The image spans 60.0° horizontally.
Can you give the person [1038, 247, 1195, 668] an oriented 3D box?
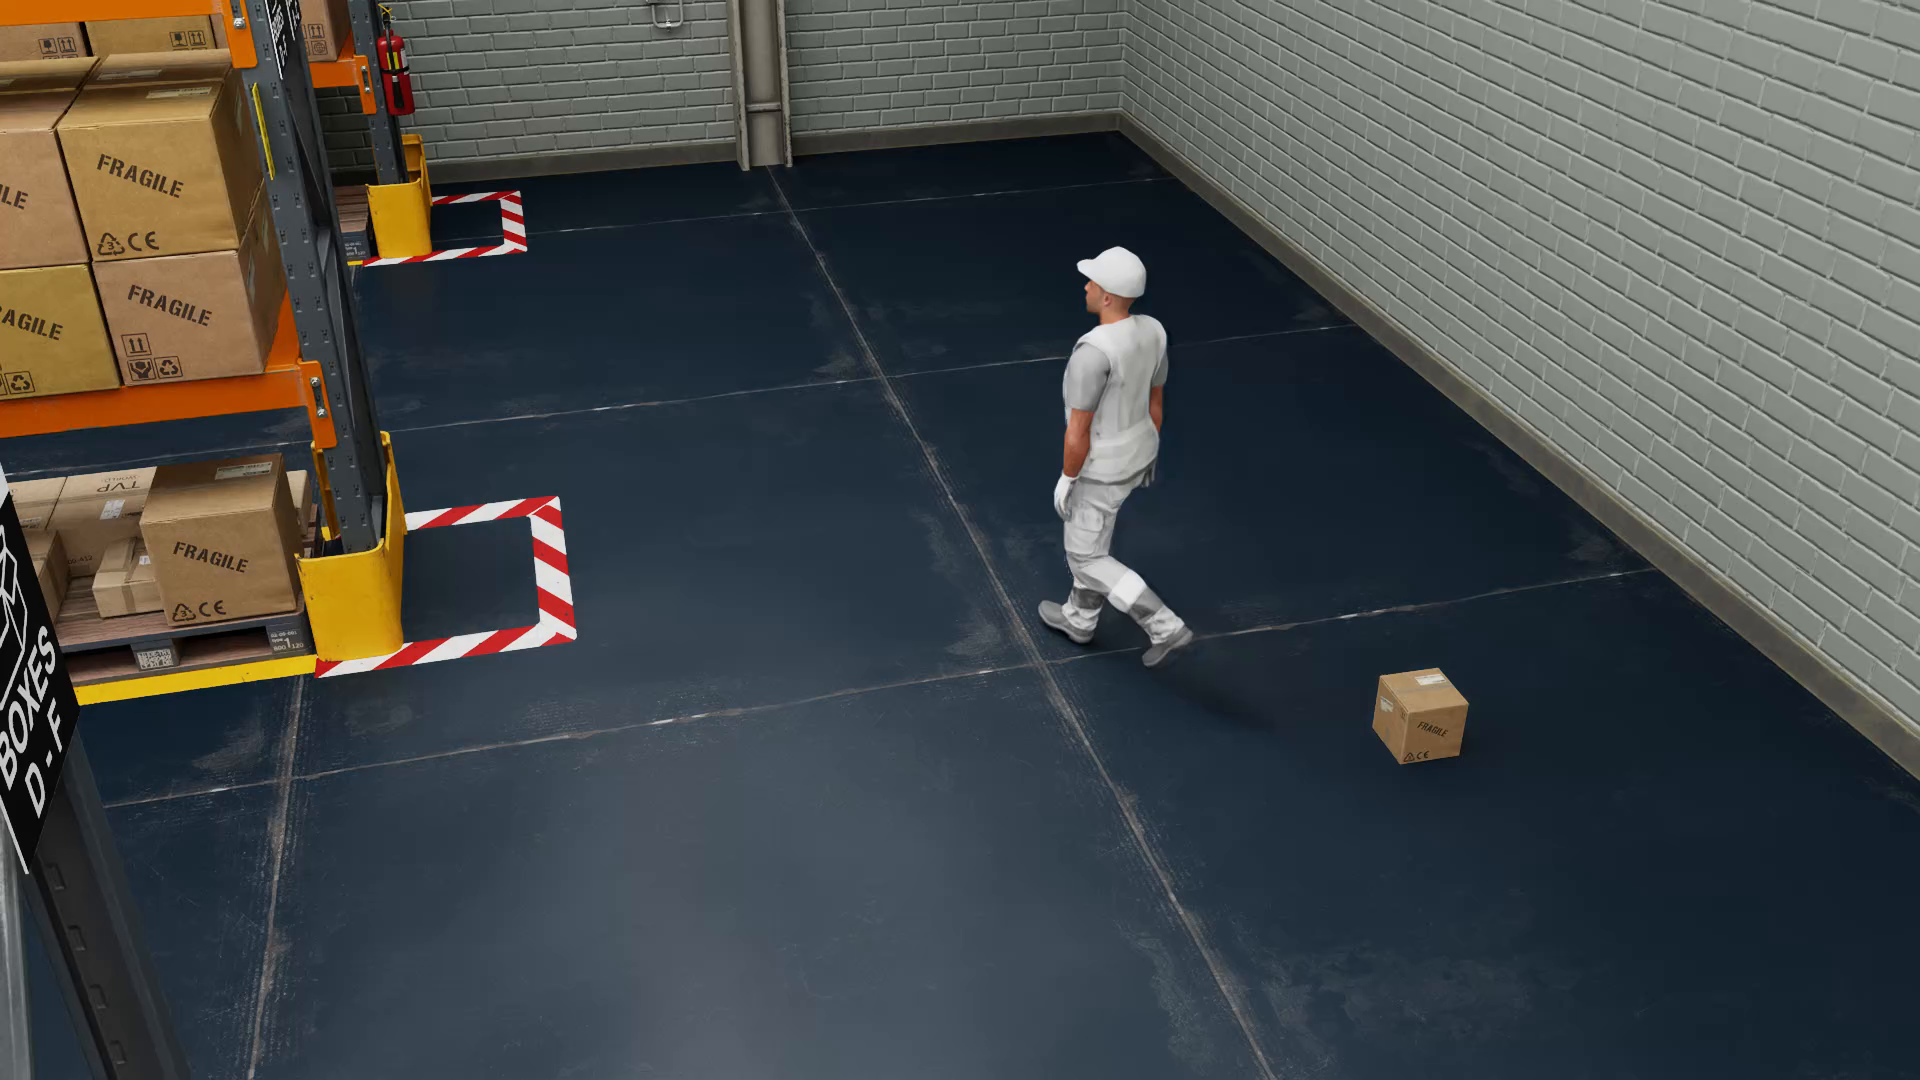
[{"bbox_3d":[0.632,-0.277,6.567,0.842,1.769,0.559,22,37,33],"label":"person"}]
